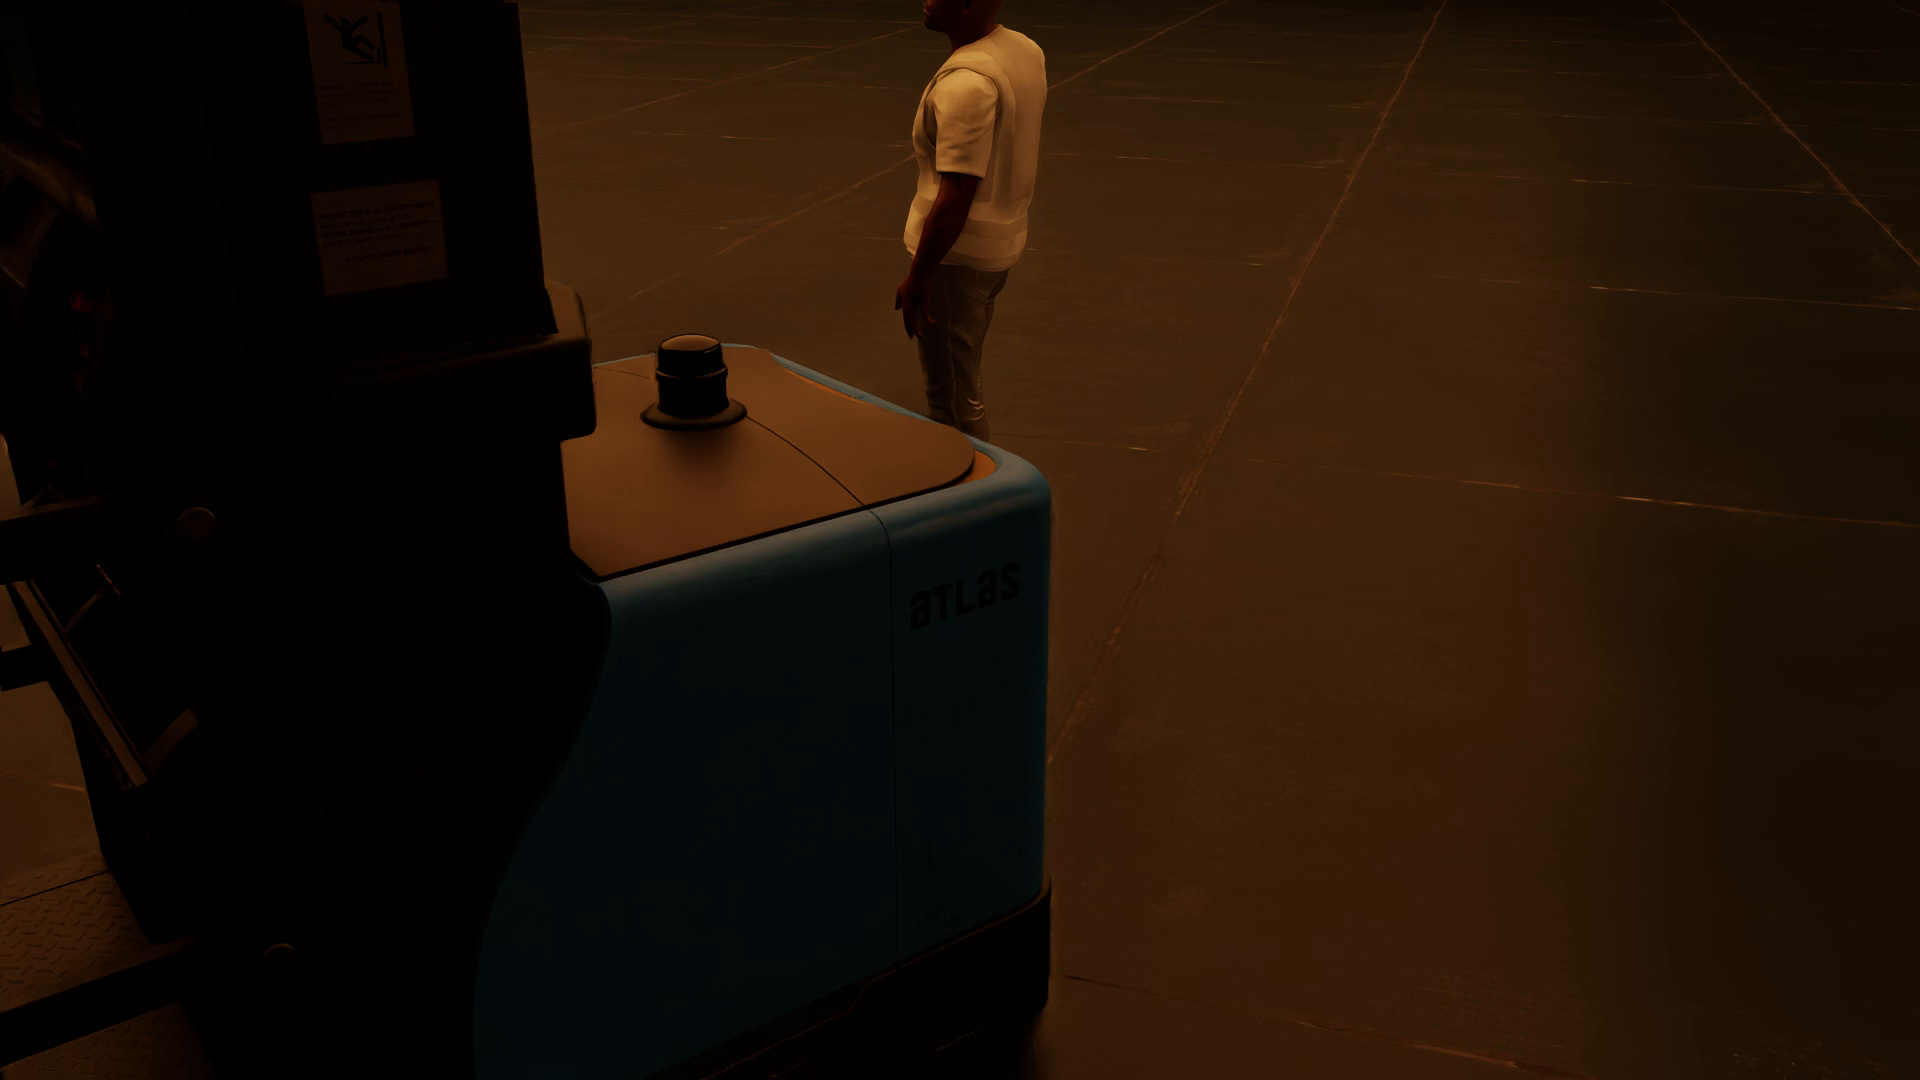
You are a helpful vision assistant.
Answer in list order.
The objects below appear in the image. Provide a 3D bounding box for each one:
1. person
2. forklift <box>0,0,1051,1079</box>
[{"bbox_3d":[-0.064,-0.833,4.806,0.577,1.765,0.665,7,23,16],"label":"person"},{"bbox_3d":[-1.319,-0.277,1.952,3.031,2.935,1.130,-16,28,-34],"label":"forklift"}]
